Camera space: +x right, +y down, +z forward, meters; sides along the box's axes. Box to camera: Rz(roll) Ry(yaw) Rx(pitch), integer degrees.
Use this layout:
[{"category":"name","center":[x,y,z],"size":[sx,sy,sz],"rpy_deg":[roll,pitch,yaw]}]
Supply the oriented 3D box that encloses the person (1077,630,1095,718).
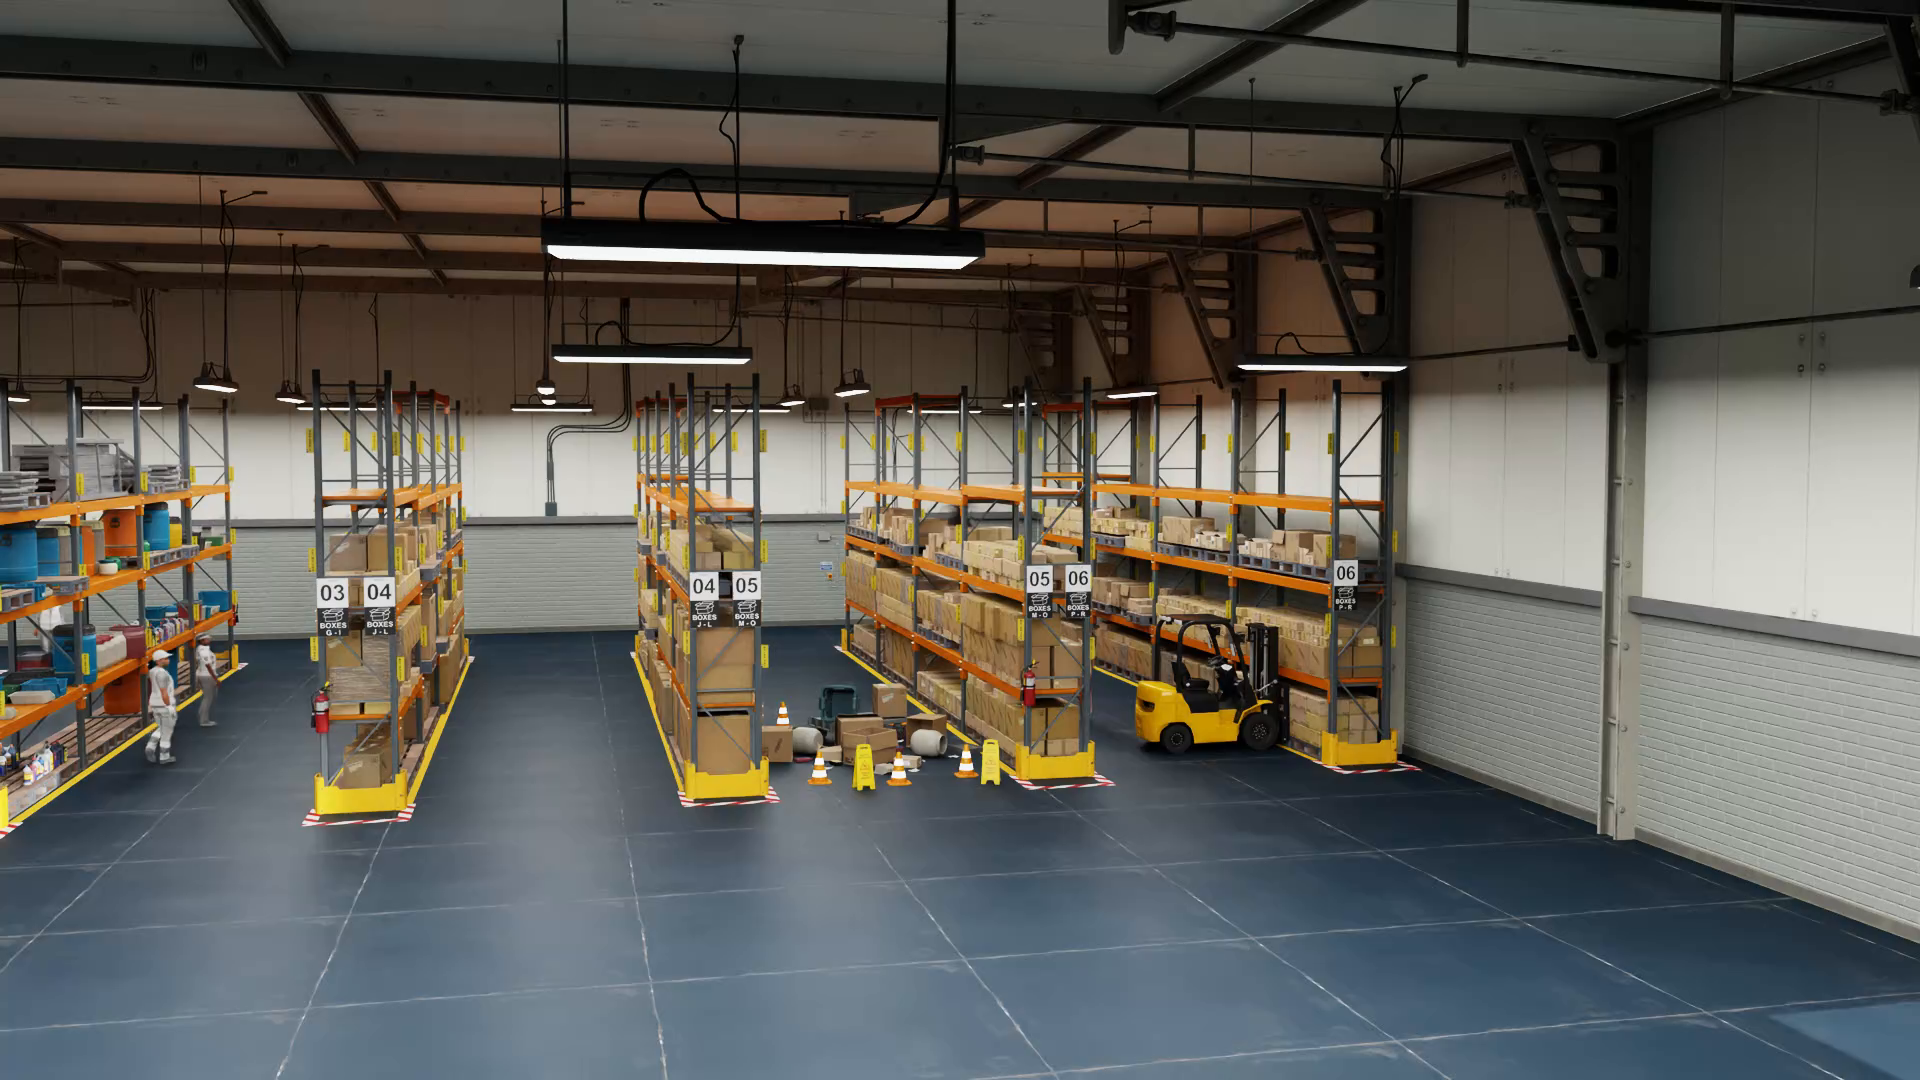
[{"category":"person","center":[2.186,2.431,30.227],"size":[0.541,1.665,0.676],"rpy_deg":[-1,3,-17]}]

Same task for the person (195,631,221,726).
[{"category":"person","center":[-13.294,2.459,29.459],"size":[0.516,1.715,0.435],"rpy_deg":[3,4,42]}]

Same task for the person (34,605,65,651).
[{"category":"person","center":[-20.384,1.988,37.224],"size":[0.627,1.739,0.956],"rpy_deg":[-1,4,-24]}]

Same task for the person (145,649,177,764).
[{"category":"person","center":[-12.449,2.595,25.921],"size":[0.541,1.785,0.497],"rpy_deg":[1,4,22]}]
